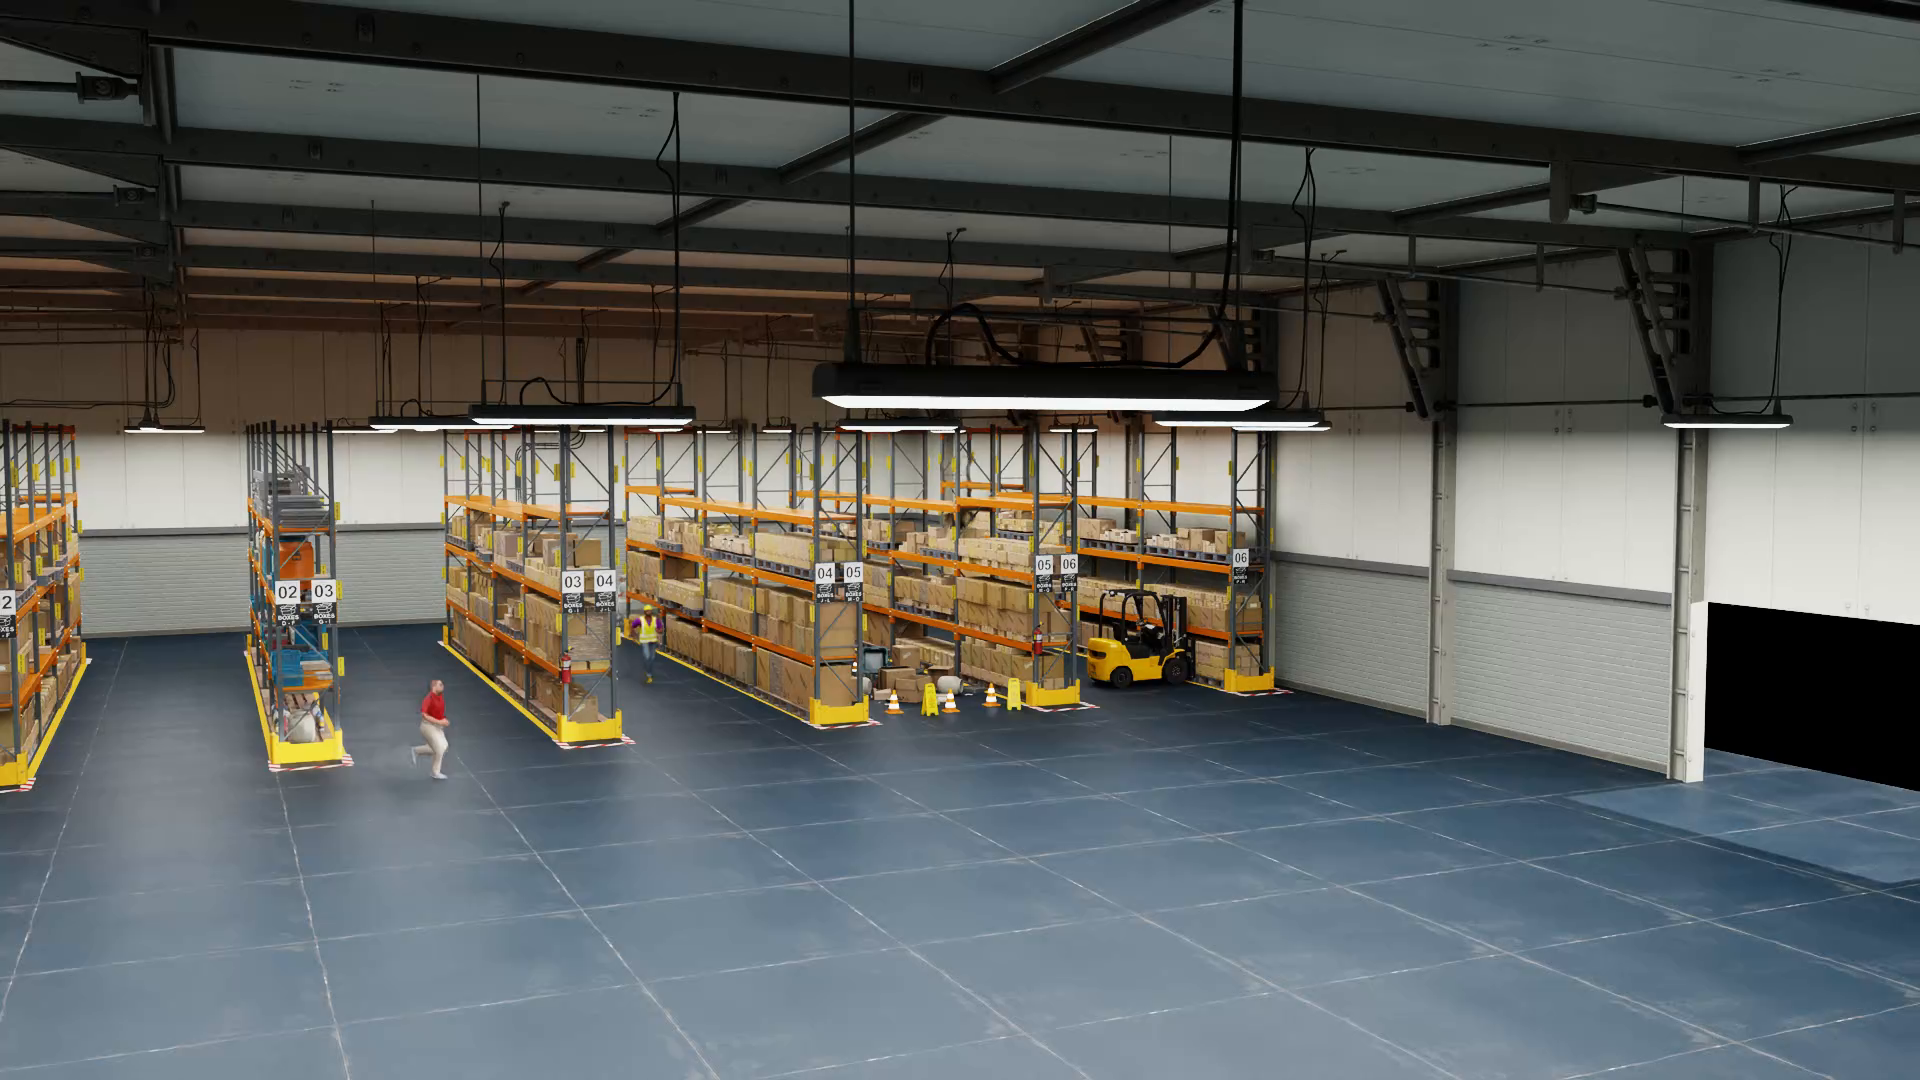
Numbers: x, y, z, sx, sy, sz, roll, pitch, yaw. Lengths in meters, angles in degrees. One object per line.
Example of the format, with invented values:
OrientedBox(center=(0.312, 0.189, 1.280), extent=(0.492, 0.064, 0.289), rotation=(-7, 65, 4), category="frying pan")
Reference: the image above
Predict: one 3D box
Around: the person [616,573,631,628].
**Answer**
OrientedBox(center=(-9.980, 1.832, 48.958), extent=(0.682, 1.754, 0.686), rotation=(-1, 4, -10), category="person")

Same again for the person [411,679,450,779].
OrientedBox(center=(-8.843, 3.166, 27.835), extent=(0.692, 1.689, 0.699), rotation=(0, 4, 3), category="person")

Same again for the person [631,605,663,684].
OrientedBox(center=(-7.243, 2.396, 38.675), extent=(0.693, 1.778, 0.929), rotation=(-2, 4, -29), category="person")
